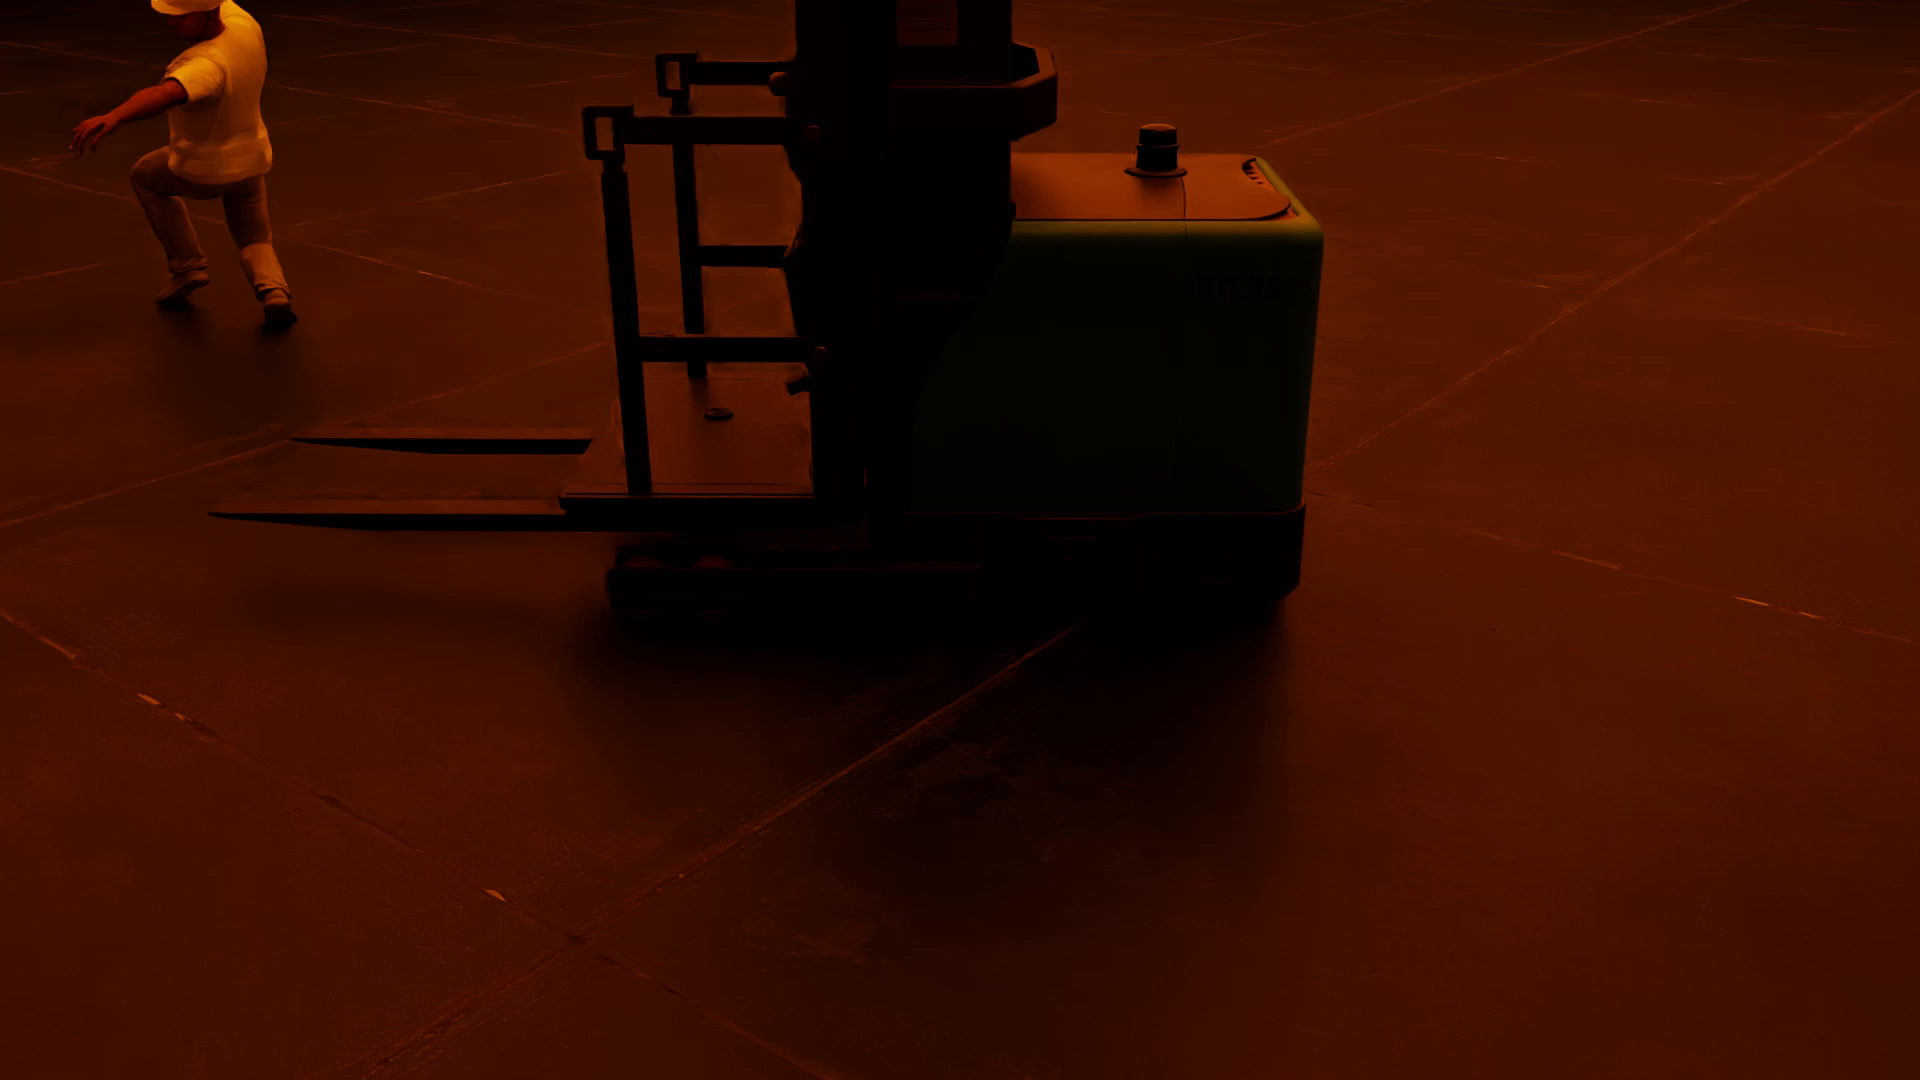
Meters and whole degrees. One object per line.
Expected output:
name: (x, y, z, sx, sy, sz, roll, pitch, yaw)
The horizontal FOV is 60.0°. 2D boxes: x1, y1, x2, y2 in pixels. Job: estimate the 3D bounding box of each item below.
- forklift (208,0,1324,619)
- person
forklift: (-0.579, -1.342, 4.424, 3.031, 2.935, 1.130, 0, 23, 1)
person: (-3.338, -1.572, 6.819, 0.921, 1.485, 1.050, 14, 27, 29)
